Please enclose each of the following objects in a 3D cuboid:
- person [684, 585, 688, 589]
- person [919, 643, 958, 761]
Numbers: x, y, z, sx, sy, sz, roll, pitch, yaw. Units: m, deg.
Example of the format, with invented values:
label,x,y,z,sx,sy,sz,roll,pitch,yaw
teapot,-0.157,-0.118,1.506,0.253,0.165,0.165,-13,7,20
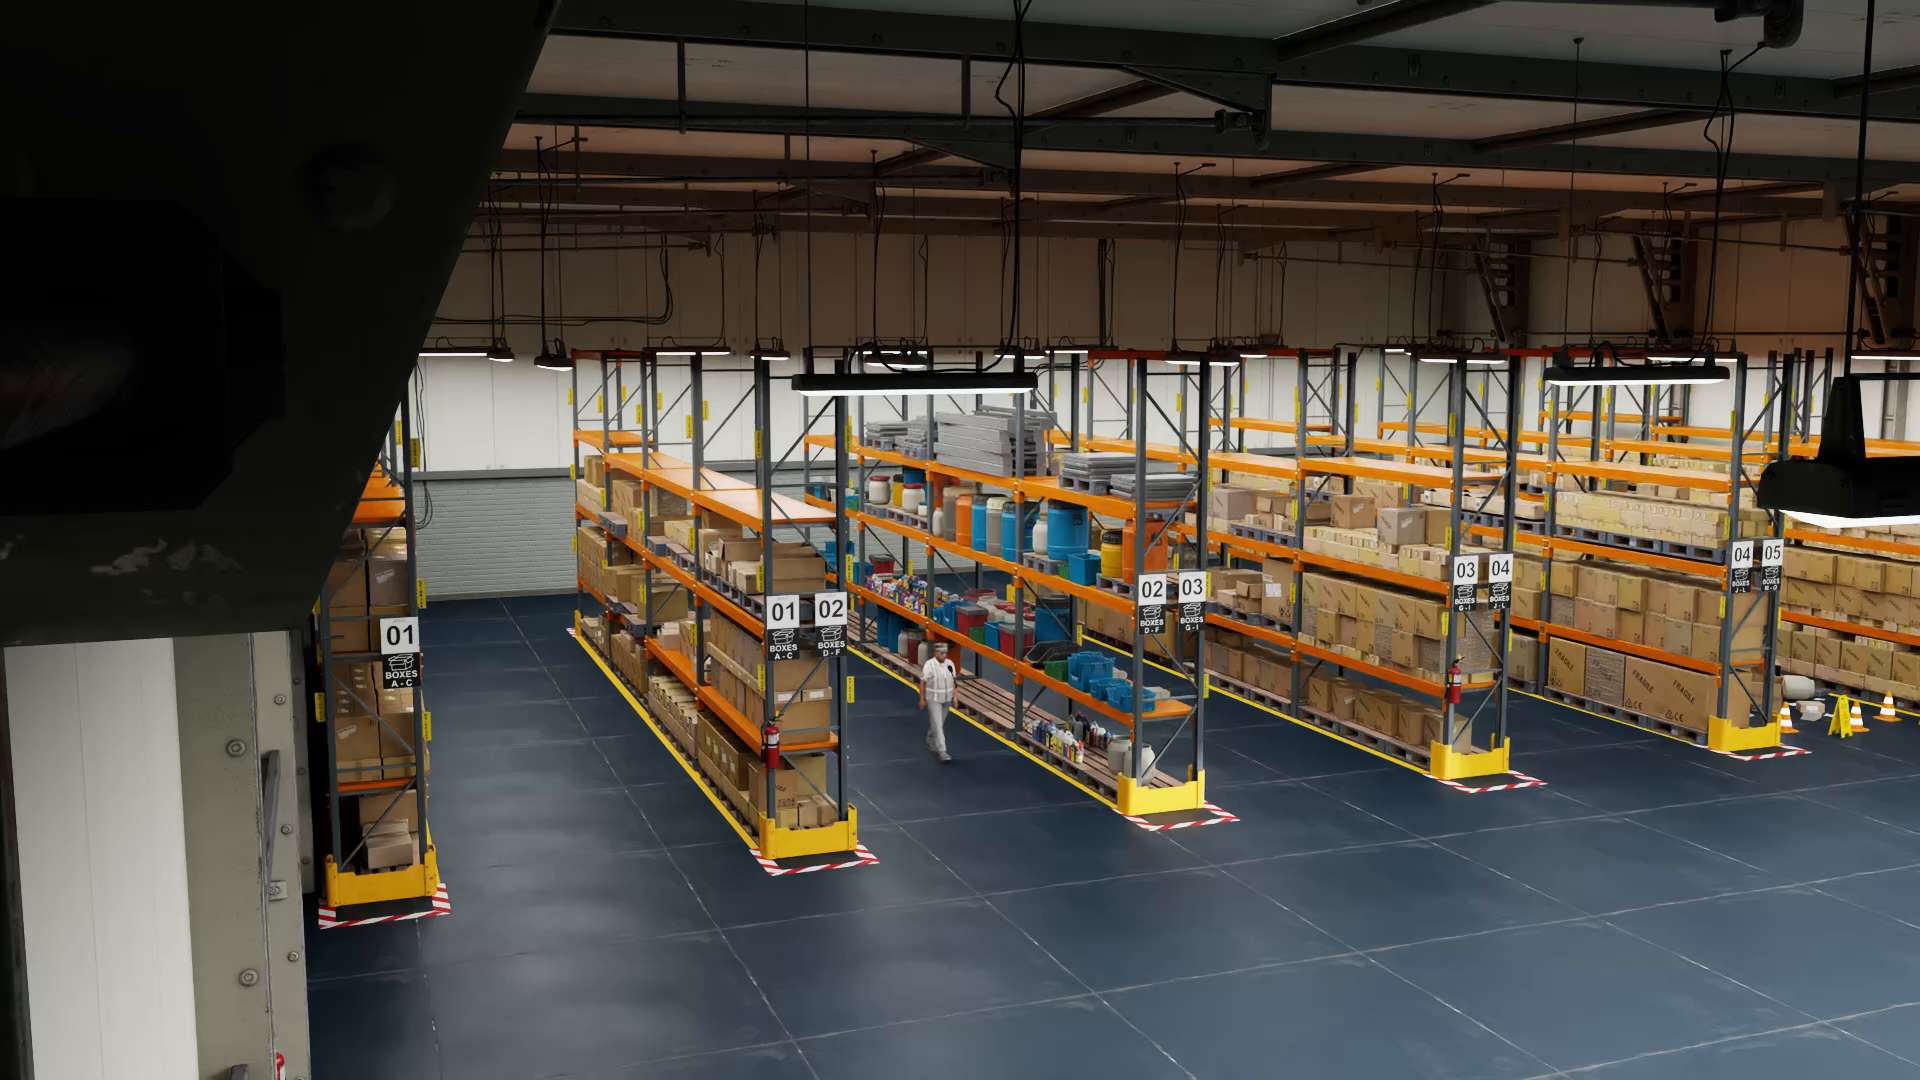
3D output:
label,x,y,z,sx,sy,sz,roll,pitch,yaw
person,-6.282,0.572,39.297,0.870,1.735,0.570,2,7,18
person,-0.264,2.377,24.827,0.576,1.709,0.964,-6,9,-38
